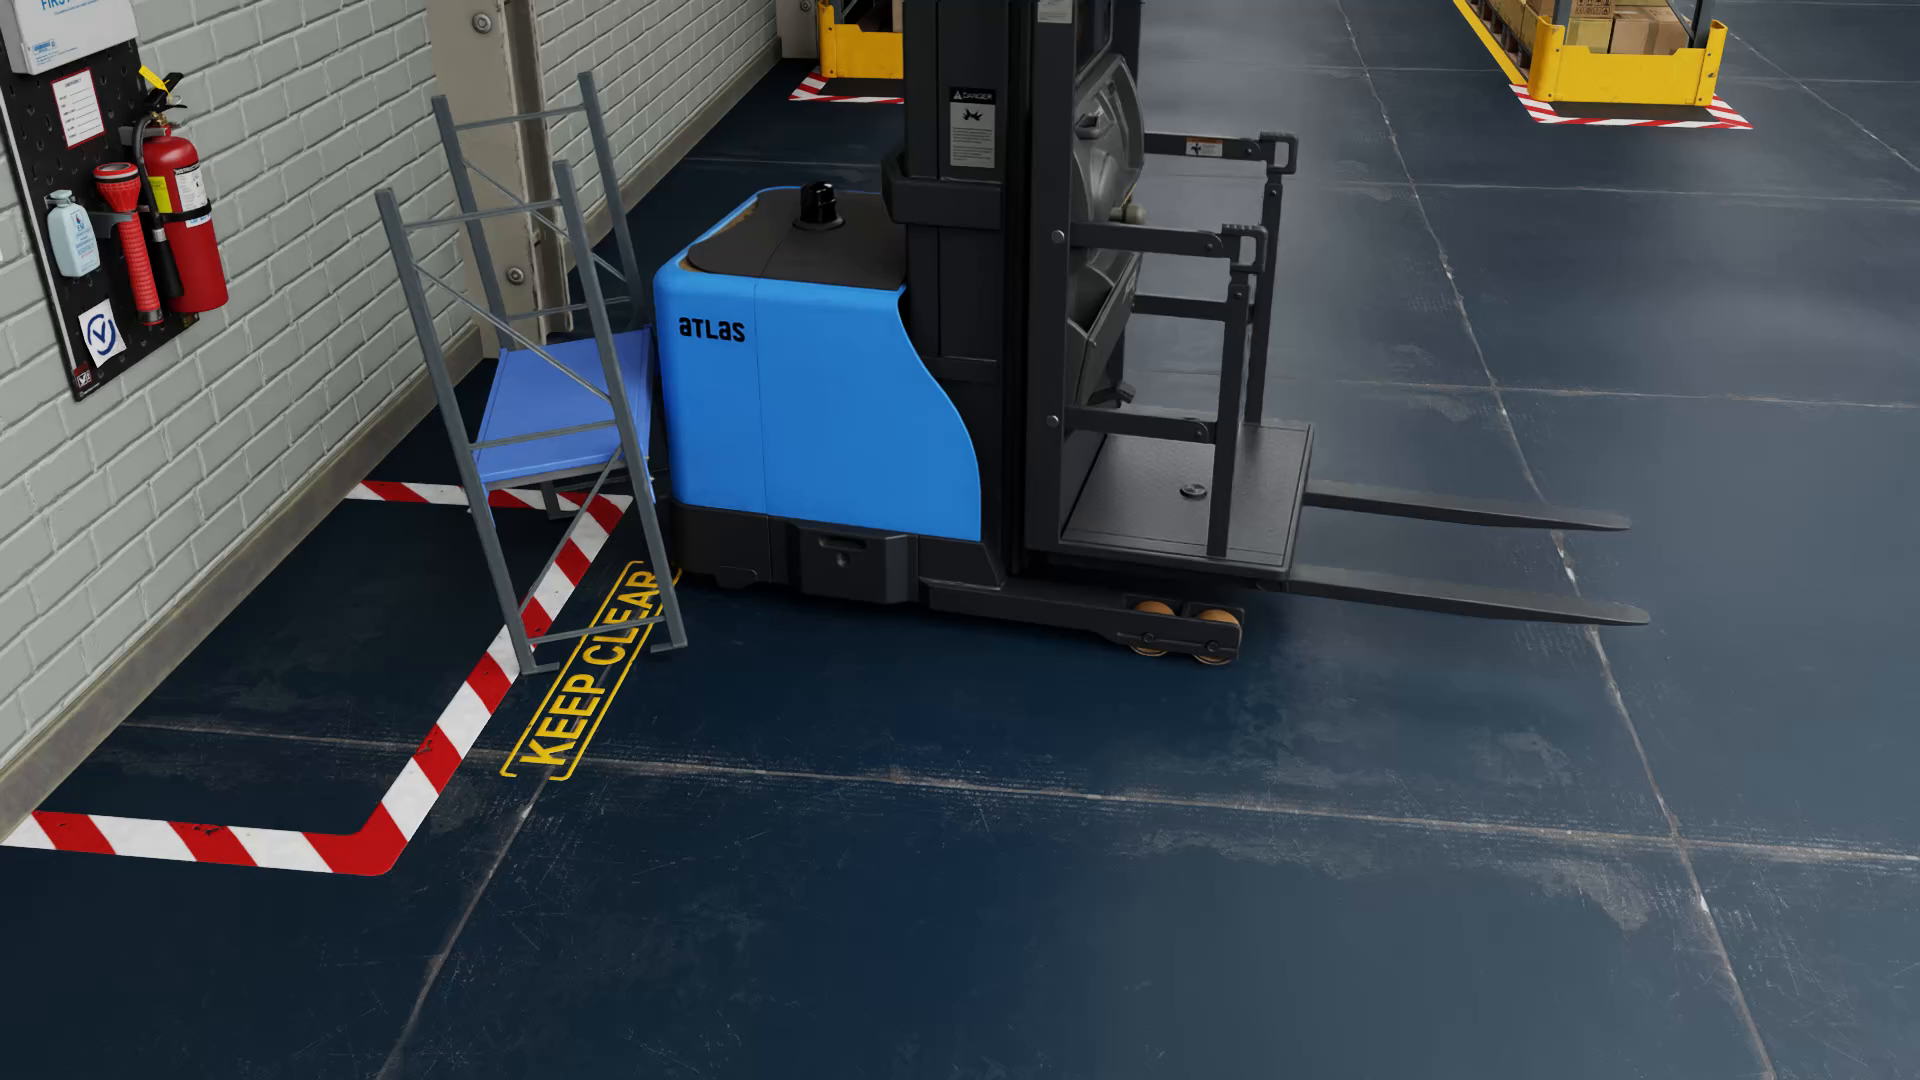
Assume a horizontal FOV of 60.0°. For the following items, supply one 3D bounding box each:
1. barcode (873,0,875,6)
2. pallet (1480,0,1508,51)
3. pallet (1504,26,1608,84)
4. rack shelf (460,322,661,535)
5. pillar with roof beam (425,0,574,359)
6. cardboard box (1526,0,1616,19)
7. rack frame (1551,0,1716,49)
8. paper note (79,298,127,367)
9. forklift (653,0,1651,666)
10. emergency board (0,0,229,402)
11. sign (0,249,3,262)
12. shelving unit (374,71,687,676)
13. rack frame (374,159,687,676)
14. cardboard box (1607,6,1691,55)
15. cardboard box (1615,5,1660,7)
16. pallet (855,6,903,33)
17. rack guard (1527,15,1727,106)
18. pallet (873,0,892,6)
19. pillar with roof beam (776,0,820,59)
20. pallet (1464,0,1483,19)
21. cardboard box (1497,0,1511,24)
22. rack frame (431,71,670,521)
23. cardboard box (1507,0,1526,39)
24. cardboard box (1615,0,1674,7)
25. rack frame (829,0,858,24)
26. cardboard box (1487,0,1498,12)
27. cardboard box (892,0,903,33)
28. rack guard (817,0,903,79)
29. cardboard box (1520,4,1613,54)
[{"bbox_3d":[-0.639,-4.009,12.390,0.001,0.075,0.075,3,28,6],"label":"barcode"},{"bbox_3d":[4.702,-4.064,13.071,1.003,0.211,1.213,3,28,6],"label":"pallet"},{"bbox_3d":[4.550,-3.491,12.008,1.003,0.211,1.213,3,28,6],"label":"pallet"},{"bbox_3d":[-1.211,-0.374,5.185,0.538,0.185,1.000,-10,29,-3],"label":"rack shelf"},{"bbox_3d":[2.346,-4.589,4.780,9.100,9.000,0.400,3,28,6],"label":"pillar with roof beam"},{"bbox_3d":[4.269,-3.931,11.549,0.500,0.500,0.500,3,28,6],"label":"cardboard box"},{"bbox_3d":[4.498,-4.357,10.674,1.000,3.000,0.127,3,28,6],"label":"rack frame"},{"bbox_3d":[-2.357,-0.570,4.574,0.016,0.148,0.142,3,28,6],"label":"paper note"},{"bbox_3d":[0.630,-1.190,4.869,3.031,2.935,1.130,7,29,13],"label":"forklift"},{"bbox_3d":[-2.267,-1.037,4.513,0.194,1.169,0.643,3,28,6],"label":"emergency board"},{"bbox_3d":[-2.437,-0.799,4.032,0.001,0.329,0.234,3,28,6],"label":"sign"},{"bbox_3d":[-1.234,-0.530,5.098,0.538,1.500,1.048,-10,29,-3],"label":"shelving unit"},{"bbox_3d":[-1.165,-0.291,4.655,0.500,1.500,0.032,-10,29,-3],"label":"rack frame"},{"bbox_3d":[4.785,-3.570,11.671,0.500,0.250,0.500,3,28,6],"label":"cardboard box"},{"bbox_3d":[4.842,-3.806,12.108,0.500,0.250,0.500,3,28,6],"label":"cardboard box"},{"bbox_3d":[-0.275,-3.831,12.639,1.003,0.211,1.213,3,28,6],"label":"pallet"},{"bbox_3d":[4.495,-3.245,11.246,1.175,0.500,0.348,3,28,6],"label":"rack guard"},{"bbox_3d":[-0.123,-4.404,13.702,1.003,0.211,1.213,3,28,6],"label":"pallet"},{"bbox_3d":[3.081,-7.413,10.023,9.100,9.000,0.400,3,28,6],"label":"pillar with roof beam"},{"bbox_3d":[4.849,-4.640,14.140,1.003,0.211,1.213,3,28,6],"label":"pallet"},{"bbox_3d":[4.380,-4.072,12.602,0.500,0.250,0.500,3,28,6],"label":"cardboard box"},{"bbox_3d":[-1.302,-0.769,5.541,0.500,1.500,0.032,-10,29,-3],"label":"rack frame"},{"bbox_3d":[4.320,-3.837,12.165,0.500,0.250,0.500,3,28,6],"label":"cardboard box"},{"bbox_3d":[4.844,-4.136,11.930,0.500,0.500,0.500,3,28,6],"label":"cardboard box"},{"bbox_3d":[-0.419,-4.643,11.205,1.000,3.000,0.127,3,28,6],"label":"rack frame"},{"bbox_3d":[4.443,-4.307,13.039,0.500,0.250,0.500,3,28,6],"label":"cardboard box"},{"bbox_3d":[-0.245,-3.973,12.333,0.500,0.311,0.500,0,28,0],"label":"cardboard box"},{"bbox_3d":[-0.409,-3.578,11.864,1.175,0.500,0.348,3,28,6],"label":"rack guard"},{"bbox_3d":[4.271,-3.601,11.727,0.500,0.250,0.500,3,28,6],"label":"cardboard box"}]
